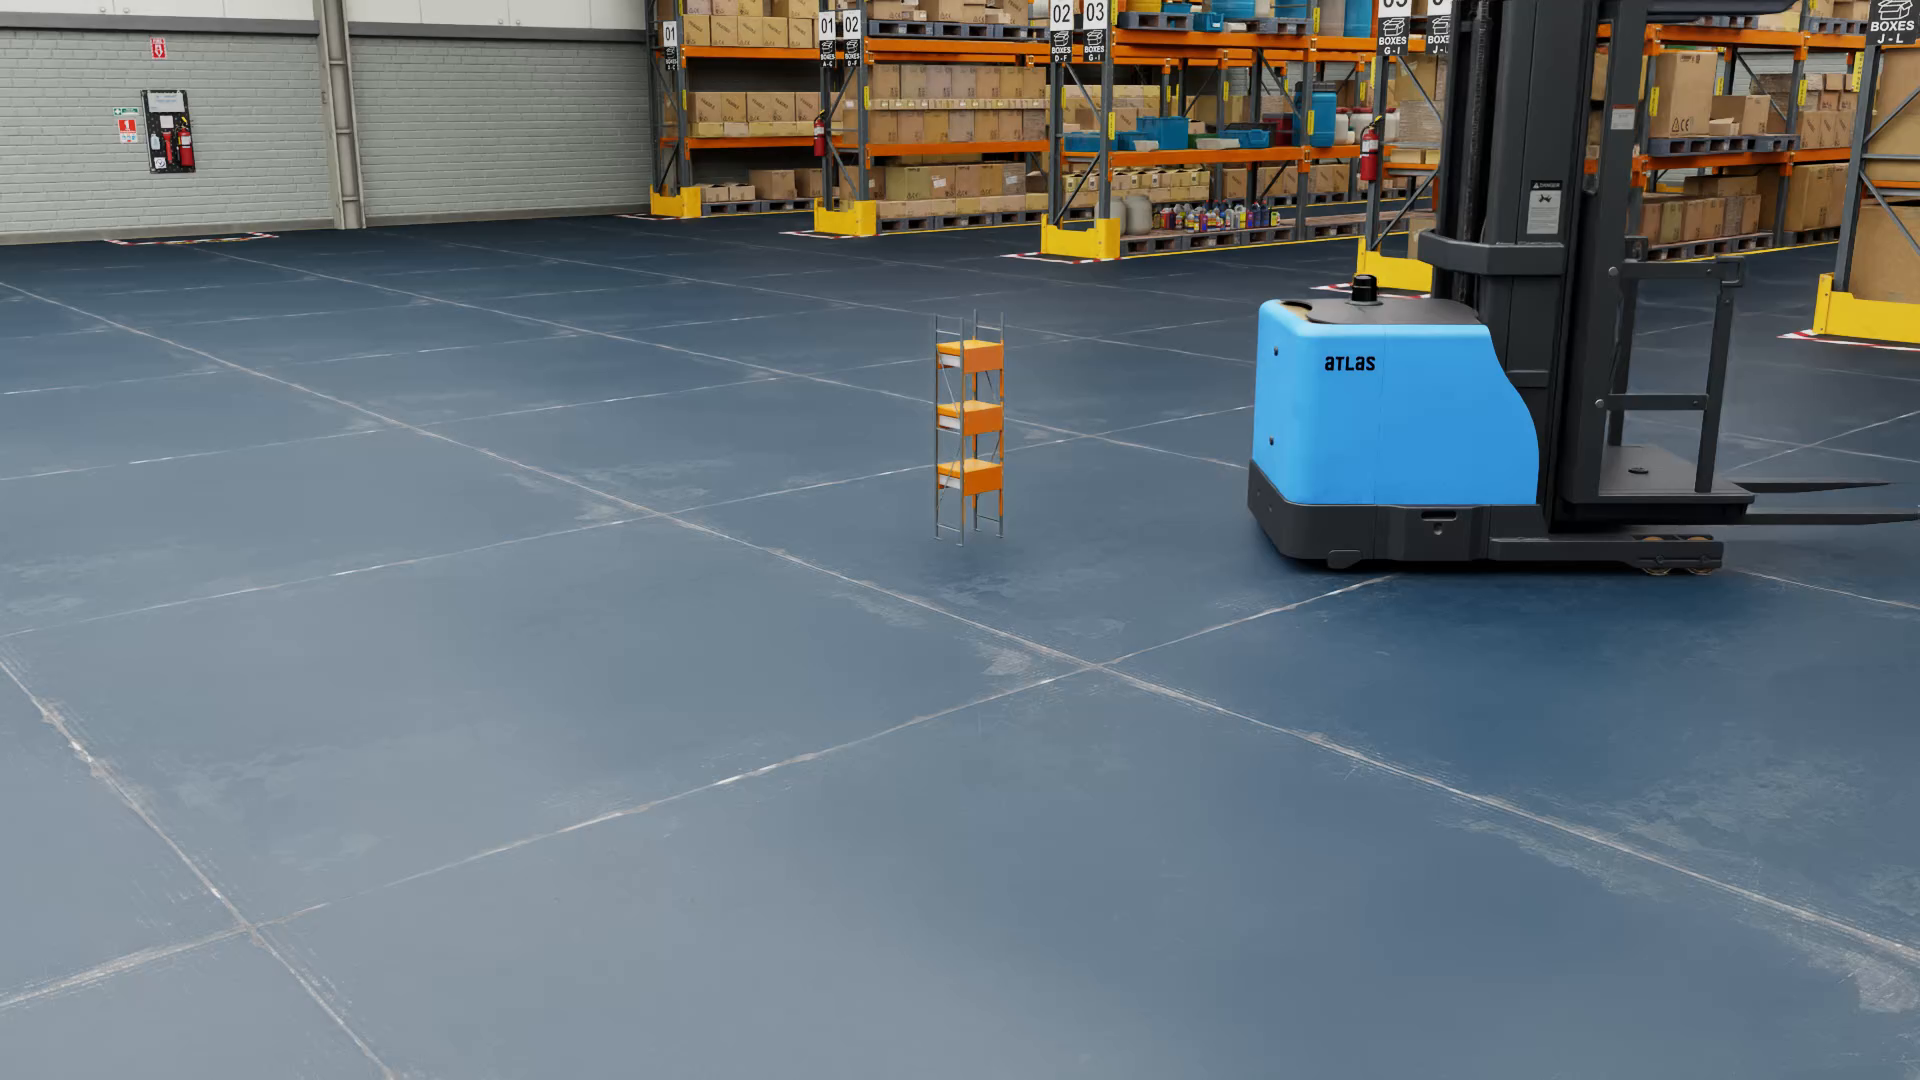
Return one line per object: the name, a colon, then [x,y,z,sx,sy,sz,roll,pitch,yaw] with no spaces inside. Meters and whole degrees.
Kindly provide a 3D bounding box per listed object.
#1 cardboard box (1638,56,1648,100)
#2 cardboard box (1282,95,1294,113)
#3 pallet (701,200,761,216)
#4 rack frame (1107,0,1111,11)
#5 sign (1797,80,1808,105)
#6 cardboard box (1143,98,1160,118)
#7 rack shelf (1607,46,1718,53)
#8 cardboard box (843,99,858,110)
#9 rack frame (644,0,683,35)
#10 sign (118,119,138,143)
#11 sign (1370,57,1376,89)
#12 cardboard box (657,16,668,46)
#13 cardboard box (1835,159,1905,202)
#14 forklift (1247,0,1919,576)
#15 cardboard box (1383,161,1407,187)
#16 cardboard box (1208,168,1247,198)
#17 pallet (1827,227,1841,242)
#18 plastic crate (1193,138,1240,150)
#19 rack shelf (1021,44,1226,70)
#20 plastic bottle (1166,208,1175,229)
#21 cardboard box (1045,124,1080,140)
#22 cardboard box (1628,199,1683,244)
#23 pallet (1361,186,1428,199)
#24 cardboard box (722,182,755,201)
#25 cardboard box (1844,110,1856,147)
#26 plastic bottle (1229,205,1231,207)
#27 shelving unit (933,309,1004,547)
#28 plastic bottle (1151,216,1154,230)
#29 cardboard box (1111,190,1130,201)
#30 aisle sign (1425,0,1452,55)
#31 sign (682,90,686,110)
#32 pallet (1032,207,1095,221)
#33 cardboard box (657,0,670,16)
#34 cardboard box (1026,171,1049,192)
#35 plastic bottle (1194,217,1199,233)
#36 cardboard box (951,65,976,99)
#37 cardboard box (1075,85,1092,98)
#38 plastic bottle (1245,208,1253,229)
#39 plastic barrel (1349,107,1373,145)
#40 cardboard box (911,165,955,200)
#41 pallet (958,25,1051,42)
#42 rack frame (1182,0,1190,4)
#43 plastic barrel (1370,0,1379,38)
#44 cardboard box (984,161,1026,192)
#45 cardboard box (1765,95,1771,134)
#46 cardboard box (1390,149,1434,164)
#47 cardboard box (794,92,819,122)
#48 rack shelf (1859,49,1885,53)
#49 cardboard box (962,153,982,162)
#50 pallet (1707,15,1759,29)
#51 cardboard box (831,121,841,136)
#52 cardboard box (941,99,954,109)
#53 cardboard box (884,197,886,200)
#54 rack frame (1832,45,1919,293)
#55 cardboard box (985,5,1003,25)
cardboard box: [7.640,-5.387,19.398,0.500,0.500,0.500,-13,19,-39]
cardboard box: [6.041,-8.066,31.128,0.700,0.500,0.500,10,18,33]
pallet: [-4.280,-5.854,29.255,1.213,0.211,1.003,-13,19,-39]
rack frame: [1.530,-8.027,20.363,0.127,3.000,1.000,-13,19,-39]
sign: [11.179,-5.937,22.072,0.005,0.325,0.100,-13,19,-39]
cardboard box: [3.896,-9.164,35.438,0.500,0.500,0.500,-13,20,-40]
rack shelf: [12.091,-8.602,29.722,4.000,0.370,1.077,-13,19,-39]
cardboard box: [-1.556,-6.557,25.034,0.250,0.149,0.380,-13,20,-40]
rack frame: [-4.974,-9.956,27.584,0.127,3.000,1.000,-13,19,-39]
sign: [-11.914,-5.860,23.807,0.234,0.329,0.001,-13,19,-39]
sign: [4.432,-4.988,17.754,0.005,0.325,0.100,-13,19,-39]
cardboard box: [-4.825,-8.684,28.404,0.500,0.500,0.500,-11,18,-35]
cardboard box: [13.364,-5.261,24.937,0.875,0.875,1.225,-13,19,-39]
forklift: [2.913,-1.400,7.311,3.031,2.935,1.130,0,15,0]
cardboard box: [8.747,-7.452,33.821,0.637,0.503,0.797,-13,19,-39]
cardboard box: [4.847,-6.475,30.170,0.500,0.500,0.500,-12,19,-37]
pallet: [12.380,-4.497,24.176,1.213,0.211,1.003,-13,19,-39]
plastic crate: [3.488,-5.354,22.494,0.437,0.136,0.530,-13,19,-39]
rack shelf: [2.807,-8.211,28.261,4.000,0.370,1.077,-13,19,-39]
plastic bottle: [2.906,-4.442,22.978,0.133,0.283,0.061,-13,19,-39]
cardboard box: [1.641,-6.790,27.650,0.500,0.250,0.500,-11,19,-36]
cardboard box: [8.648,-4.024,20.992,0.500,0.500,0.700,-13,20,-40]
pallet: [8.773,-7.103,33.933,1.213,0.211,1.003,-13,19,-39]
cardboard box: [-3.963,-6.167,29.383,0.500,0.311,0.500,-11,18,-35]
cardboard box: [12.511,-5.857,23.670,0.500,0.500,0.500,-13,19,-39]
plastic bottle: [3.793,-4.674,23.861,0.135,0.276,0.152,-12,19,-37]
shelving unit: [0.040,-0.516,7.648,0.252,1.050,0.215,-13,19,-39]
plastic bottle: [2.627,-4.386,22.926,0.097,0.201,0.097,0,15,0]
cardboard box: [2.541,-5.840,28.316,0.500,0.250,0.500,-13,20,-41]
aisle sign: [4.931,-5.351,16.934,0.004,0.787,0.394,-13,19,-39]
sign: [-4.618,-7.370,27.851,0.005,0.325,0.100,-13,19,-39]
pallet: [1.829,-5.556,28.142,1.213,0.211,1.003,-13,19,-39]
cardboard box: [-4.820,-9.171,28.290,0.500,0.500,0.500,-12,19,-37]
cardboard box: [1.416,-6.041,27.981,0.500,0.311,0.500,-13,19,-39]
plastic bottle: [3.180,-4.253,22.430,0.097,0.201,0.097,0,15,0]
cardboard box: [-0.168,-7.115,25.865,0.500,0.500,0.700,-13,19,-39]
cardboard box: [2.353,-9.180,34.042,0.500,0.250,0.500,-12,19,-39]
plastic bottle: [4.010,-4.473,23.094,0.133,0.283,0.061,-11,19,-36]
plastic barrel: [5.966,-6.115,24.569,0.433,0.535,0.433,0,15,0]
cardboard box: [-0.424,-5.550,25.776,0.500,0.500,0.500,-13,19,-39]
pallet: [0.672,-8.028,26.351,1.213,0.211,1.003,-13,19,-39]
rack frame: [4.316,-10.347,29.049,0.127,3.000,1.000,-13,19,-39]
plastic barrel: [6.309,-7.933,24.991,0.708,0.830,0.600,-13,19,-39]
cardboard box: [0.743,-5.990,27.424,0.500,0.500,0.500,-13,19,-39]
cardboard box: [10.435,-5.671,22.162,0.500,0.500,0.500,13,20,40]
cardboard box: [4.860,-4.131,17.891,0.250,0.149,0.380,-13,19,-39]
cardboard box: [-2.870,-7.725,29.657,0.500,0.500,0.500,-13,20,-41]
rack shelf: [15.342,-7.638,26.112,4.000,0.370,1.077,-13,19,-39]
cardboard box: [0.081,-7.563,32.790,0.500,0.250,0.500,-12,19,-38]
pallet: [9.114,-6.460,20.675,1.003,0.211,1.213,-13,19,-39]
cardboard box: [-2.496,-7.450,30.080,0.500,0.250,0.500,-13,19,-39]
cardboard box: [-0.312,-6.698,25.563,0.250,0.149,0.380,-13,20,-40]
cardboard box: [-1.139,-5.203,25.932,0.500,0.250,0.500,-13,19,-39]
rack frame: [7.961,-3.182,13.848,0.127,3.000,1.000,-13,19,-39]
cardboard box: [0.338,-8.322,26.369,0.500,0.311,0.500,-14,20,-42]
